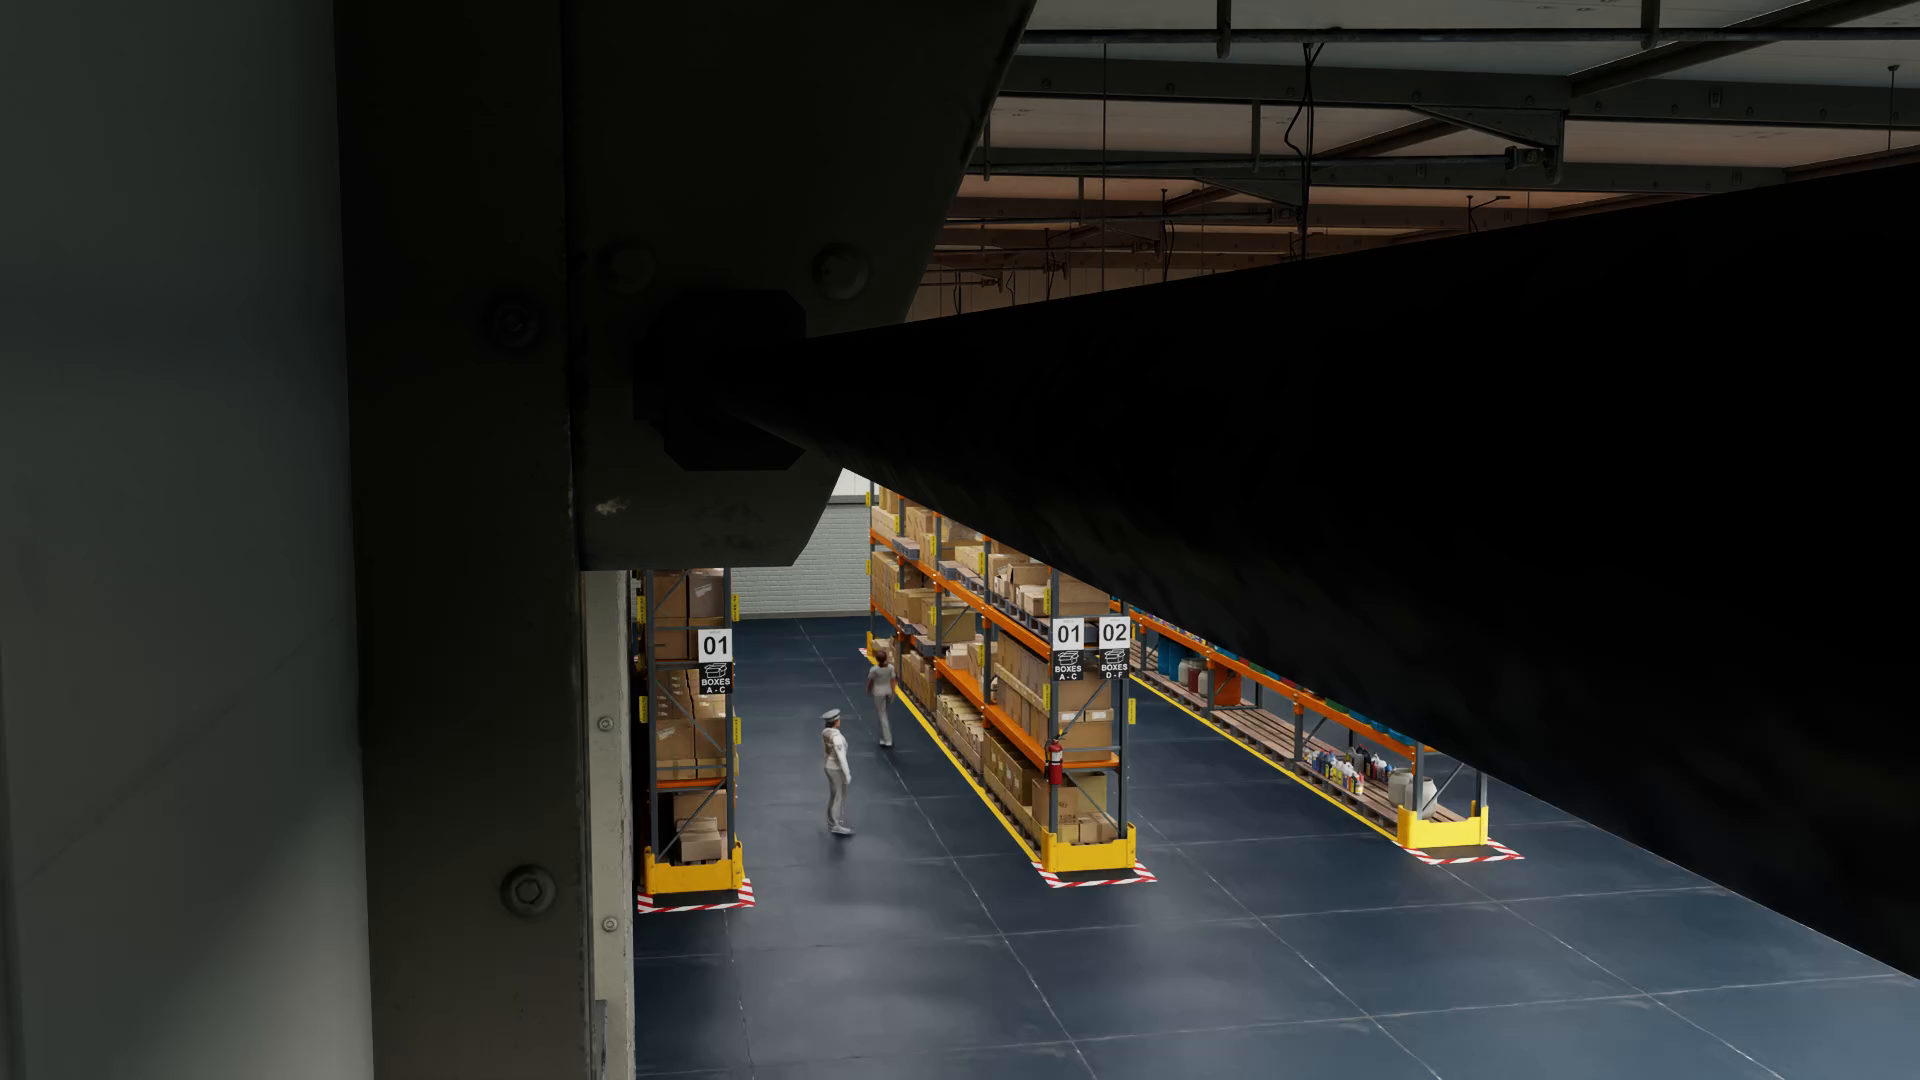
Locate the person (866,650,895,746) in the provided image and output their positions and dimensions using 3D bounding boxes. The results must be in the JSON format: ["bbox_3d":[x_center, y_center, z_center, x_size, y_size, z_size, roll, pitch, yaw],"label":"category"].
[{"bbox_3d":[-1.341,2.636,27.784,0.578,1.689,0.485,6,8,44],"label":"person"}]

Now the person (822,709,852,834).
[{"bbox_3d":[-1.680,3.152,22.610,0.396,1.731,0.505,-1,6,-12],"label":"person"}]
